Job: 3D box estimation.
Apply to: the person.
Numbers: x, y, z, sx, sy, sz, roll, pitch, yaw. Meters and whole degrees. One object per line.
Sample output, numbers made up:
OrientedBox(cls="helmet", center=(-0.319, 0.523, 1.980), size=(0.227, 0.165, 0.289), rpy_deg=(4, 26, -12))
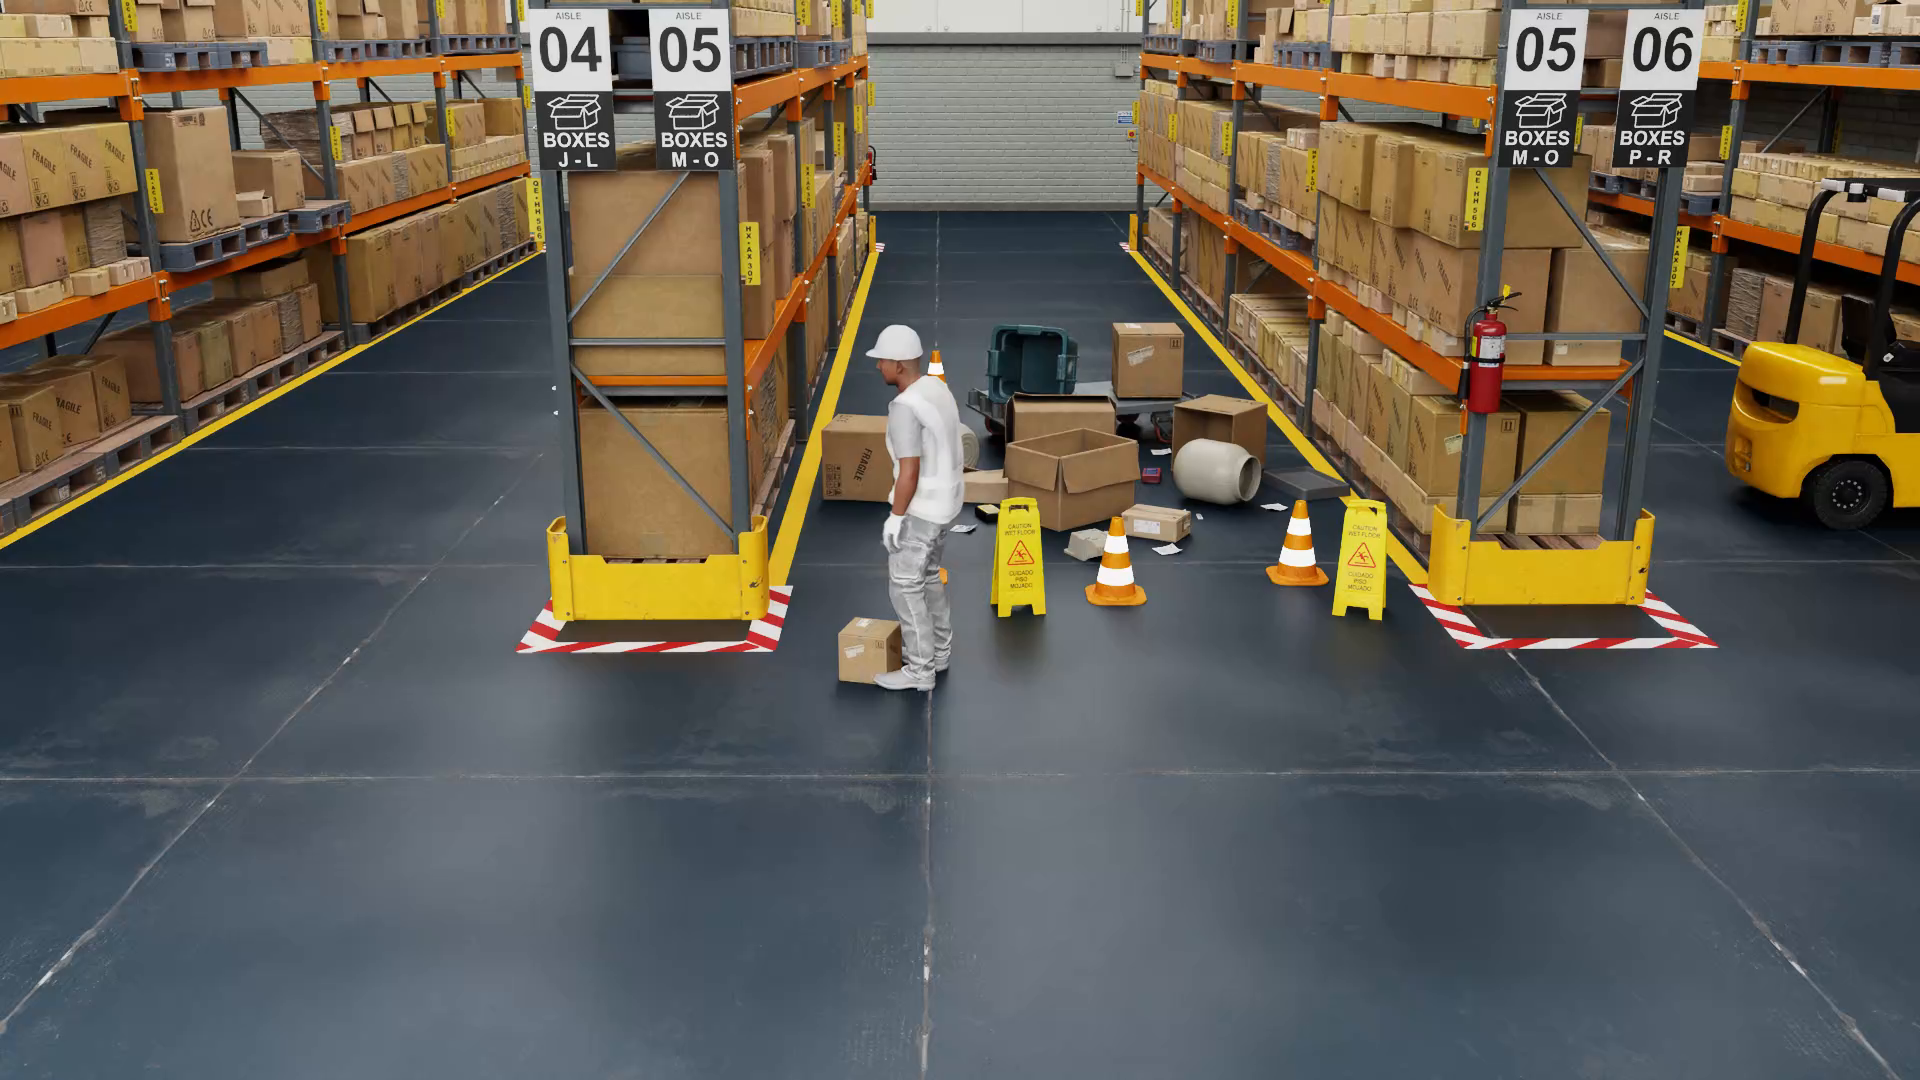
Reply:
OrientedBox(cls="person", center=(-0.215, -0.158, 8.044), size=(0.451, 1.773, 0.615), rpy_deg=(5, 18, 16))
